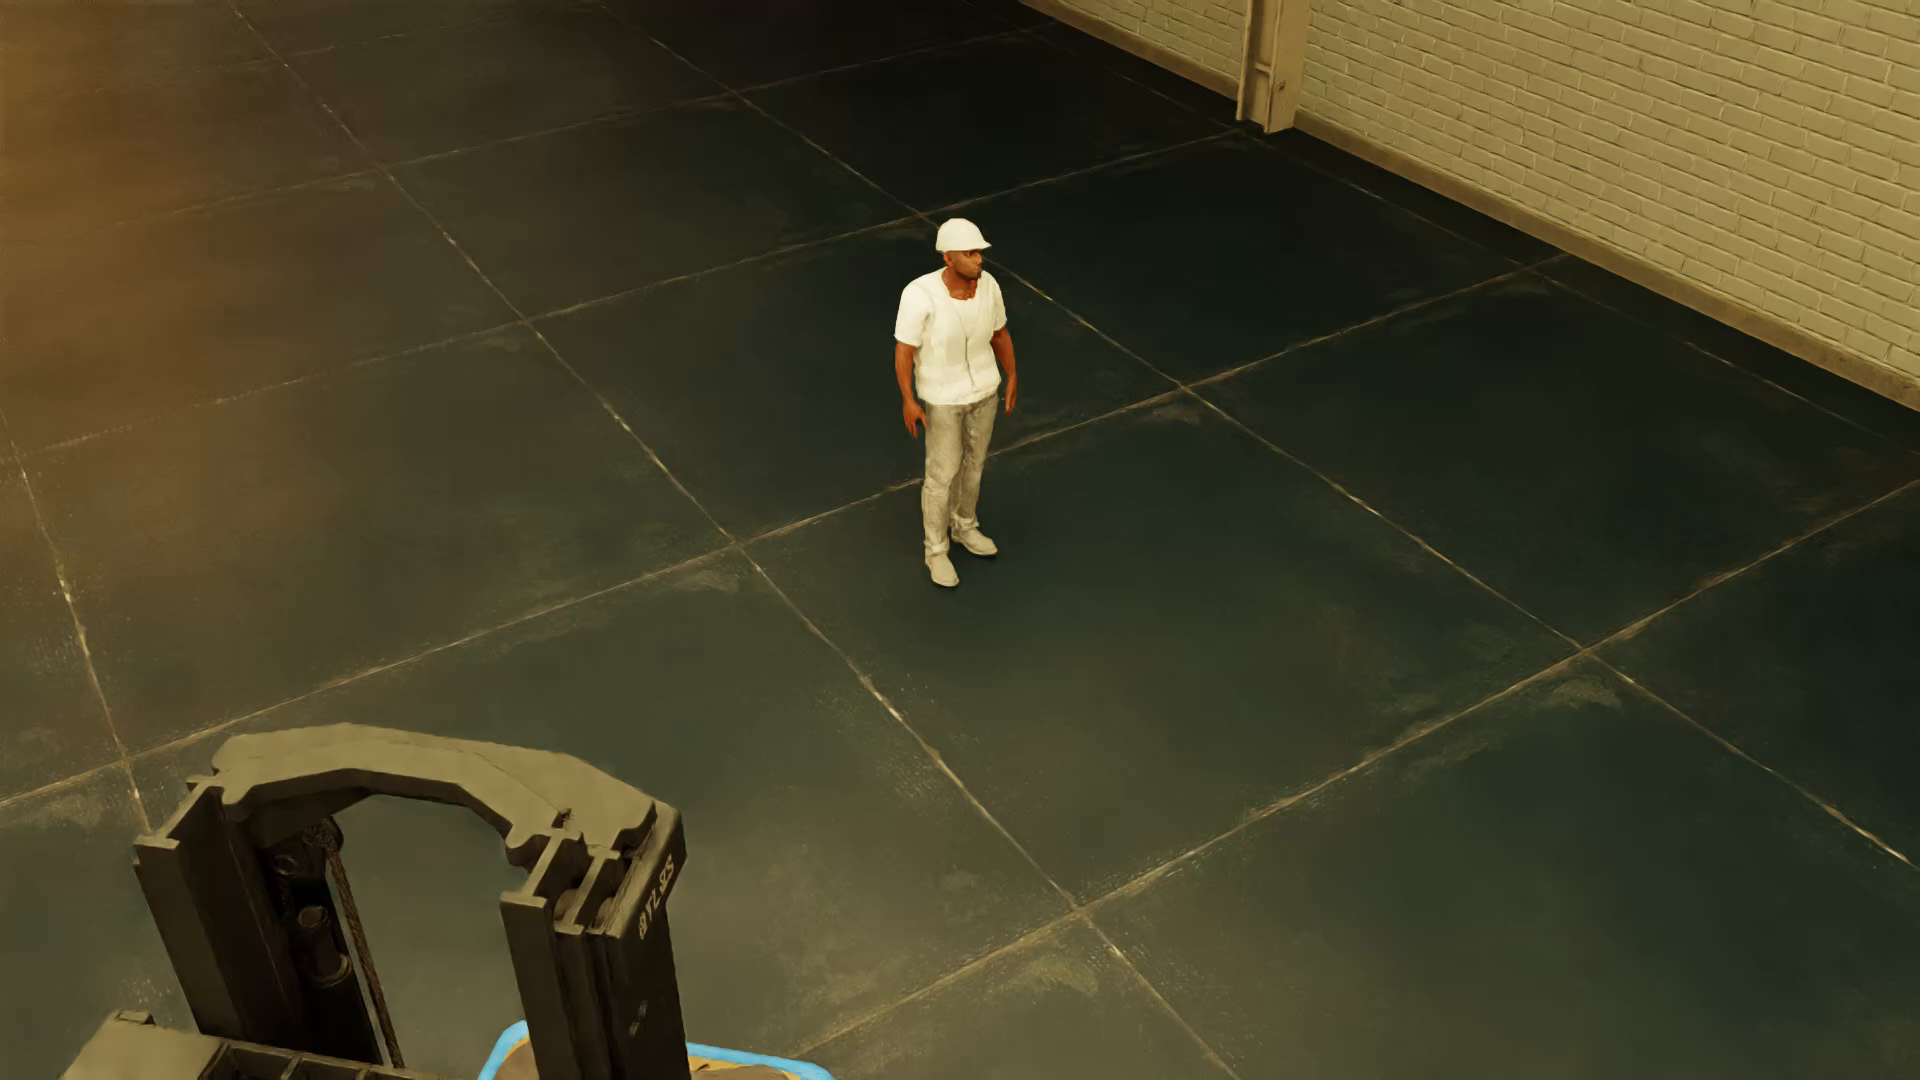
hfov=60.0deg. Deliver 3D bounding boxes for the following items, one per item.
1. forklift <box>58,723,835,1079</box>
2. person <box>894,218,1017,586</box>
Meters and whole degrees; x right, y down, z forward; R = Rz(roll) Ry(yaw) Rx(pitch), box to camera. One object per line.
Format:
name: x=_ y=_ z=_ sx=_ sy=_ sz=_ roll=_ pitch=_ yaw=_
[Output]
forklift: x=-1.119 y=1.949 z=3.374 sx=1.130 sy=2.935 sz=3.031 roll=7 pitch=36 yaw=9
person: x=0.034 y=-0.693 z=8.135 sx=0.665 sy=1.766 sz=0.576 roll=-21 pitch=40 yaw=-27
